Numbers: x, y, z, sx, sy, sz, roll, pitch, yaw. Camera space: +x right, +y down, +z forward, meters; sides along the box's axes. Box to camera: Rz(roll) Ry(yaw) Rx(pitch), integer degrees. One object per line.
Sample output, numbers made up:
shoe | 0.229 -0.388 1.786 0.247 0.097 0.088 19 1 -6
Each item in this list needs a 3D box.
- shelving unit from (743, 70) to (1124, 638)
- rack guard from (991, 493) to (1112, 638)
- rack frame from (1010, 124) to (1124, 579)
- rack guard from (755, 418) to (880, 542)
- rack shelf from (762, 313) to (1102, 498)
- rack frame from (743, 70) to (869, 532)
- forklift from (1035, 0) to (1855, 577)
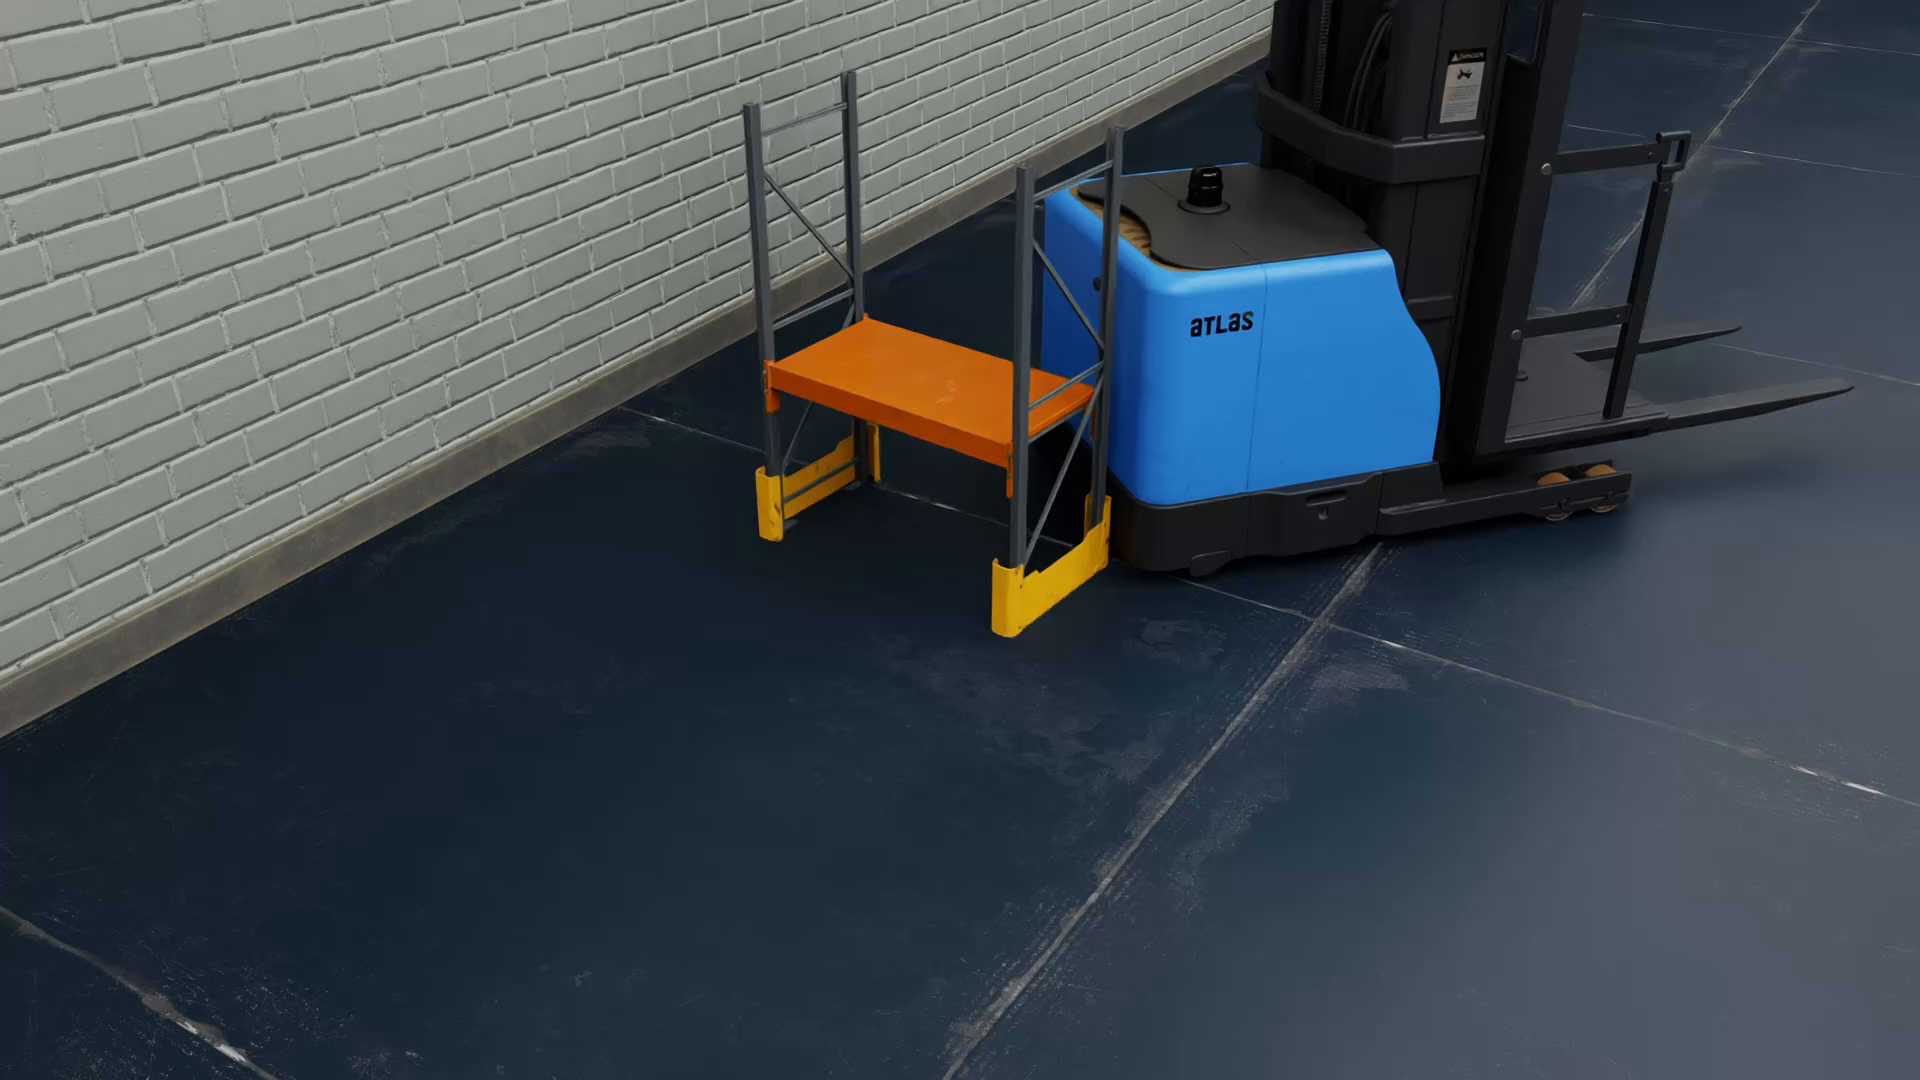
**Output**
shelving unit | -0.098 -0.617 5.319 1.083 1.500 0.587 21 36 31
rack guard | 0.300 0.074 5.376 0.087 0.250 0.587 21 36 31
rack frame | 0.315 -0.460 5.051 0.032 1.500 0.500 21 36 31
rack guard | -0.496 -0.228 5.893 0.087 0.250 0.587 21 36 31
rack shelf | -0.091 -0.459 5.405 1.000 0.185 0.538 21 36 31
rack frame | -0.497 -0.768 5.579 0.032 1.500 0.500 21 36 31
forklift | 1.855 -1.576 5.542 3.031 2.935 1.130 -9 32 -16
